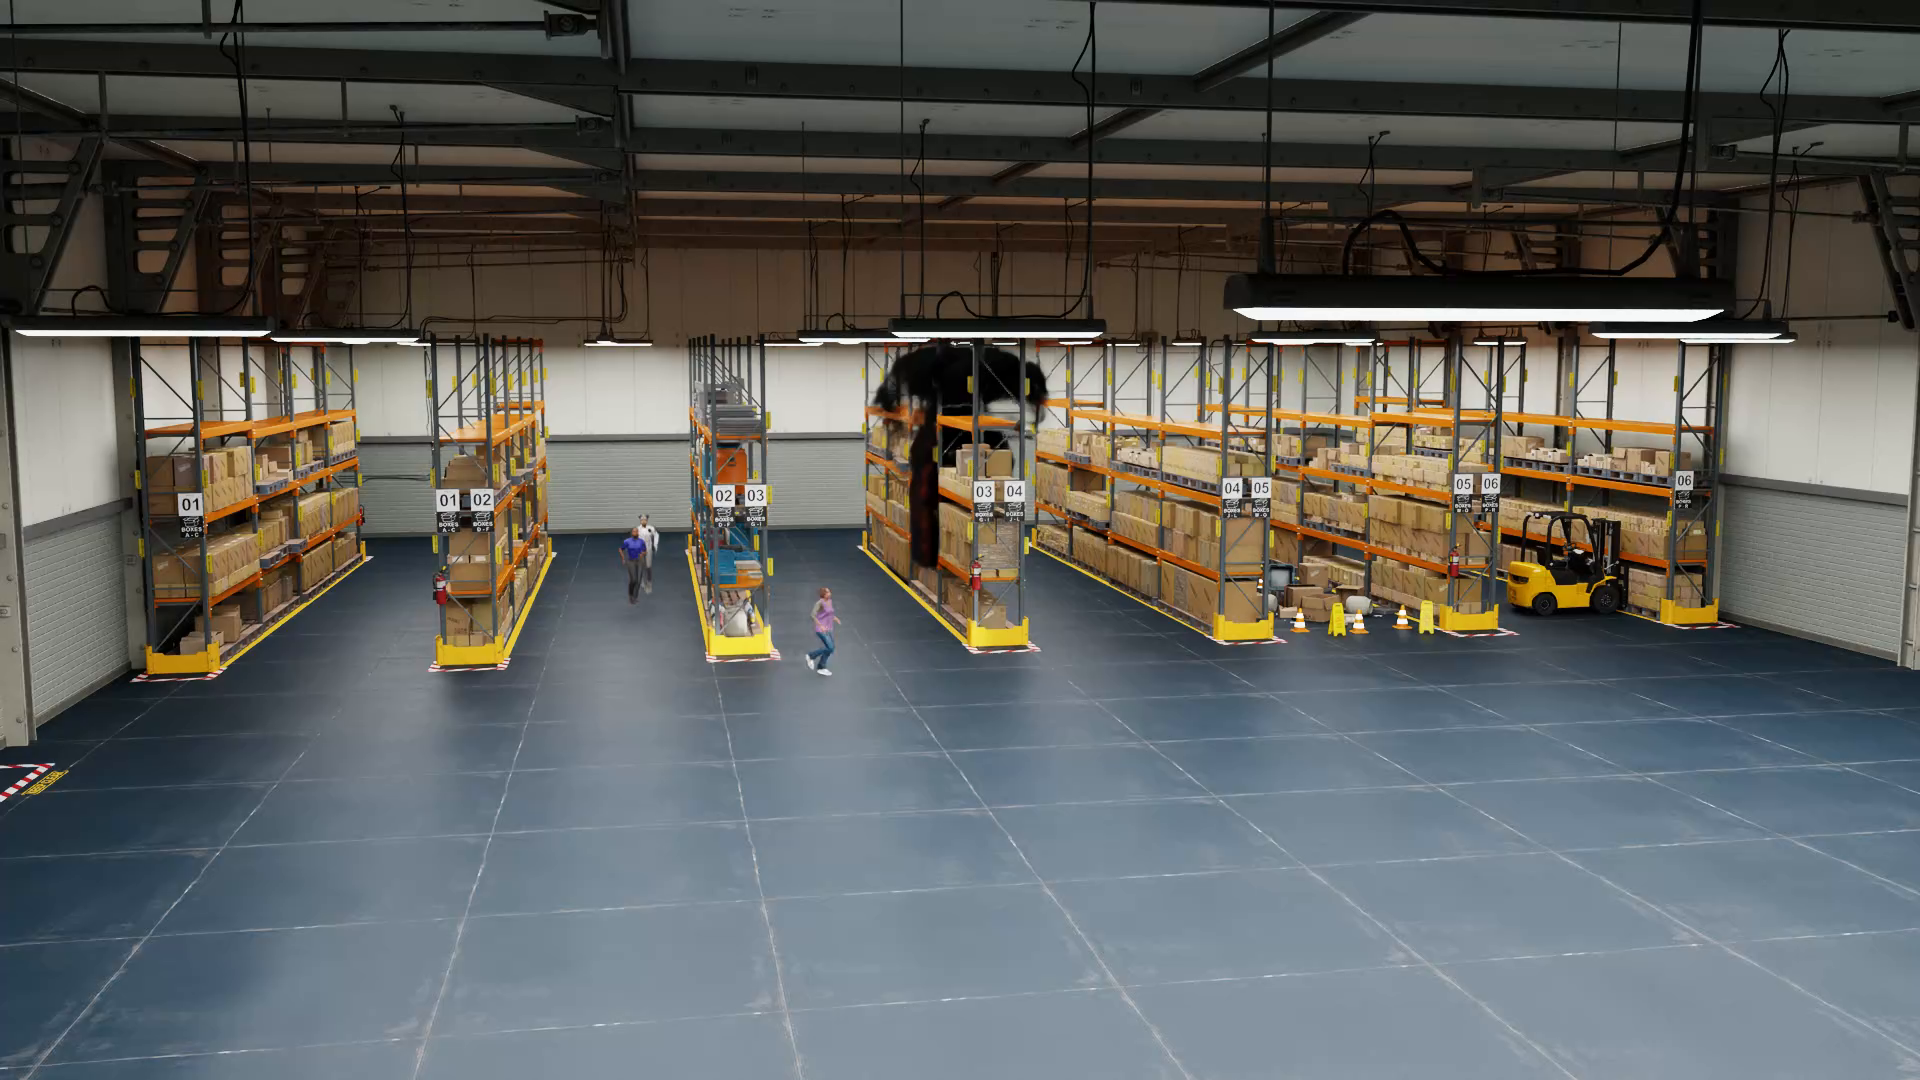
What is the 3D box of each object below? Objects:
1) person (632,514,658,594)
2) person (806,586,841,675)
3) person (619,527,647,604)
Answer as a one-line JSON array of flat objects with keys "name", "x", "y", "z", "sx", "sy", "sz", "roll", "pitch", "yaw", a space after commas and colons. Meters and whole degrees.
[{"name": "person", "x": -7.133, "y": 0.297, "z": 37.677, "sx": 0.578, "sy": 1.798, "sz": 0.704, "roll": -1, "pitch": 7, "yaw": -6}, {"name": "person", "x": -2.401, "y": 1.608, "z": 29.381, "sx": 0.575, "sy": 1.553, "sz": 0.529, "roll": 3, "pitch": 7, "yaw": 24}, {"name": "person", "x": -6.951, "y": 0.553, "z": 35.596, "sx": 0.552, "sy": 1.667, "sz": 0.625, "roll": -3, "pitch": 7, "yaw": -27}]
